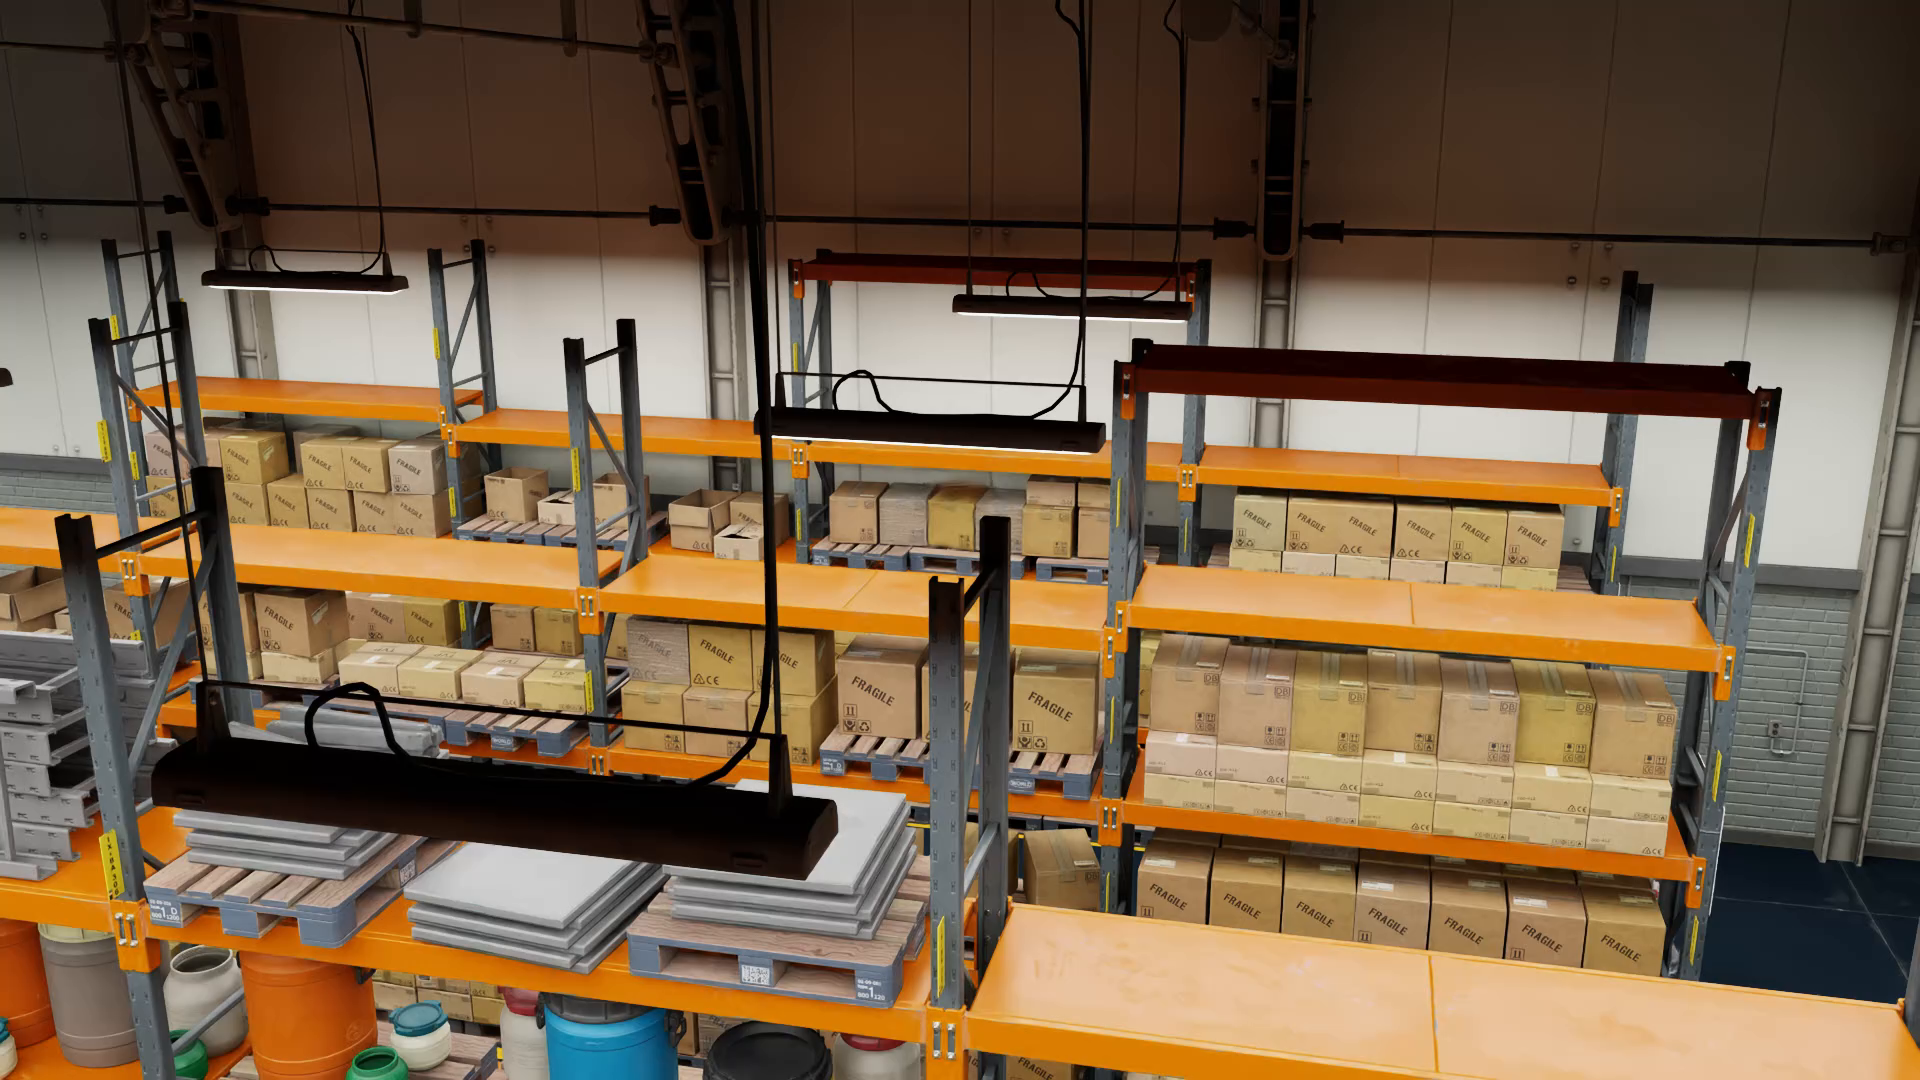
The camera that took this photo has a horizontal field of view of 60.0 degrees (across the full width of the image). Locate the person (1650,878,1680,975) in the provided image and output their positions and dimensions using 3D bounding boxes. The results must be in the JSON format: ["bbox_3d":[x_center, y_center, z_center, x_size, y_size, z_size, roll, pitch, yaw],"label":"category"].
[{"bbox_3d":[6.004,3.141,14.803,0.972,1.539,0.418,3,17,11],"label":"person"}]
